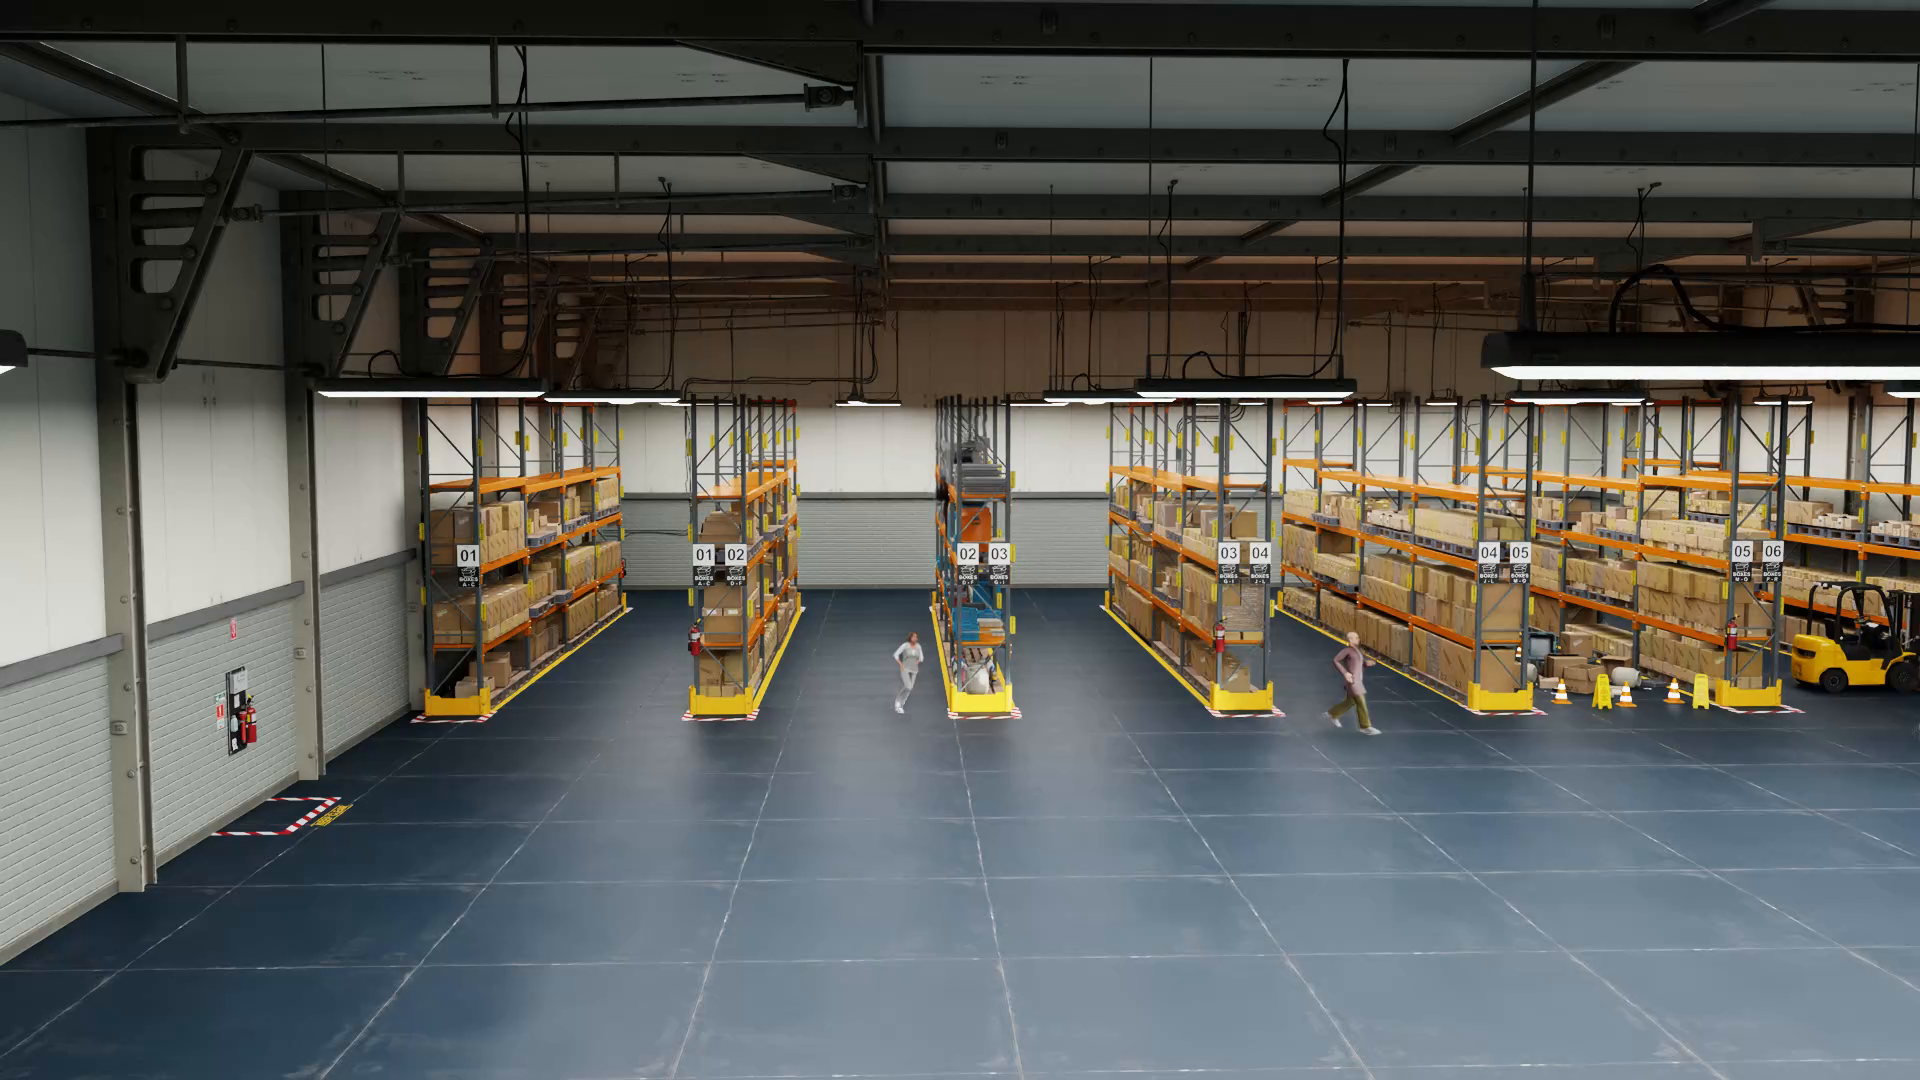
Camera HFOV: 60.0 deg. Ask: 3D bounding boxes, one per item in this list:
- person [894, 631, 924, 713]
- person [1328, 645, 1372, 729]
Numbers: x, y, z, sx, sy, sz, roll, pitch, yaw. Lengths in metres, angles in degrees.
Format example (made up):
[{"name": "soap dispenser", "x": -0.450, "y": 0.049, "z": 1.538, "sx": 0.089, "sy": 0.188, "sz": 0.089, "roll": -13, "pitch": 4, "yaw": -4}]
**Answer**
[{"name": "person", "x": -0.940, "y": 2.490, "z": 31.344, "sx": 0.545, "sy": 1.539, "sz": 0.548, "roll": -2, "pitch": 5, "yaw": -28}, {"name": "person", "x": 6.881, "y": 2.564, "z": 29.355, "sx": 0.845, "sy": 1.478, "sz": 0.704, "roll": 3, "pitch": 5, "yaw": 31}]
